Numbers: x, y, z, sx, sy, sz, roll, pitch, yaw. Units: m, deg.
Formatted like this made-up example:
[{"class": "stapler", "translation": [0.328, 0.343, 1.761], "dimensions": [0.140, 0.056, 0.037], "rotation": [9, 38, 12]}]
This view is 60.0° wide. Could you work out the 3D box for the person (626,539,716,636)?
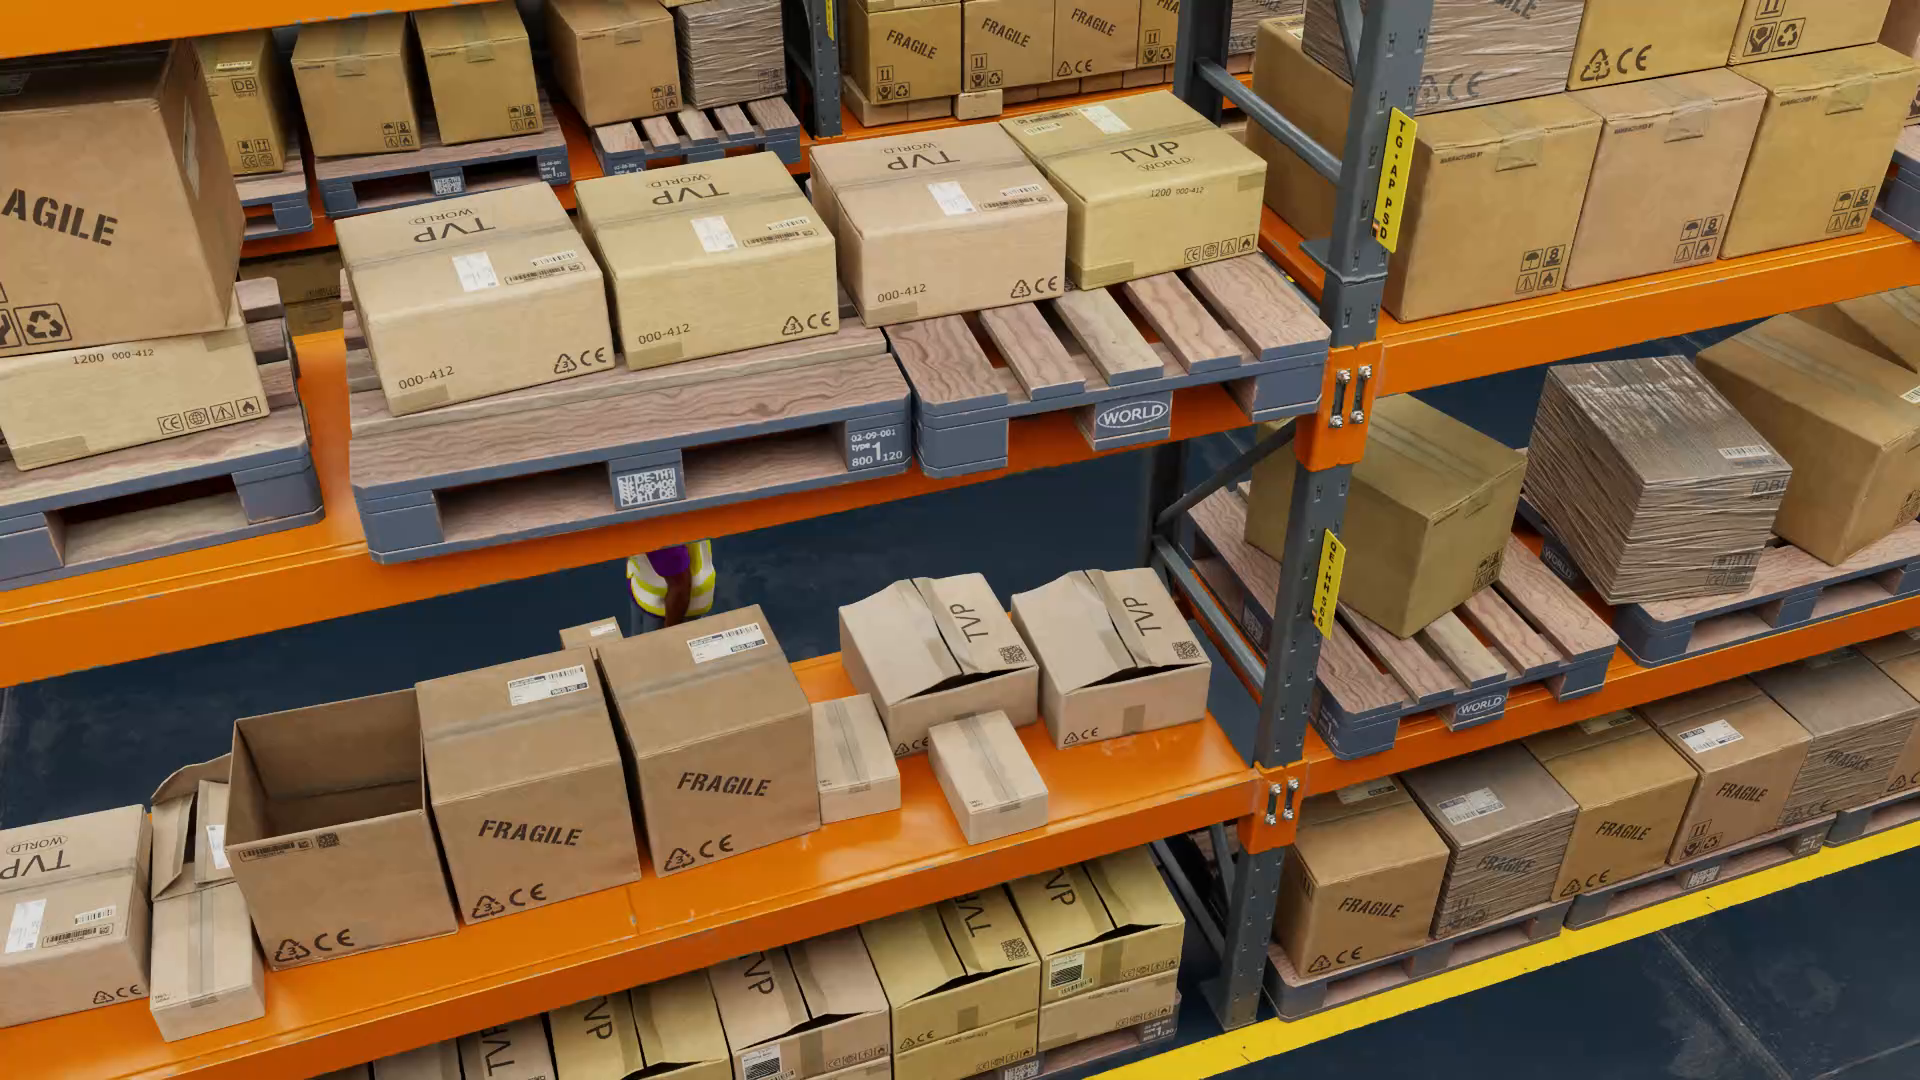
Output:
[{"class": "person", "translation": [-1.195, 0.204, 6.504], "dimensions": [0.461, 1.760, 0.626], "rotation": [-13, 39, -16]}]
